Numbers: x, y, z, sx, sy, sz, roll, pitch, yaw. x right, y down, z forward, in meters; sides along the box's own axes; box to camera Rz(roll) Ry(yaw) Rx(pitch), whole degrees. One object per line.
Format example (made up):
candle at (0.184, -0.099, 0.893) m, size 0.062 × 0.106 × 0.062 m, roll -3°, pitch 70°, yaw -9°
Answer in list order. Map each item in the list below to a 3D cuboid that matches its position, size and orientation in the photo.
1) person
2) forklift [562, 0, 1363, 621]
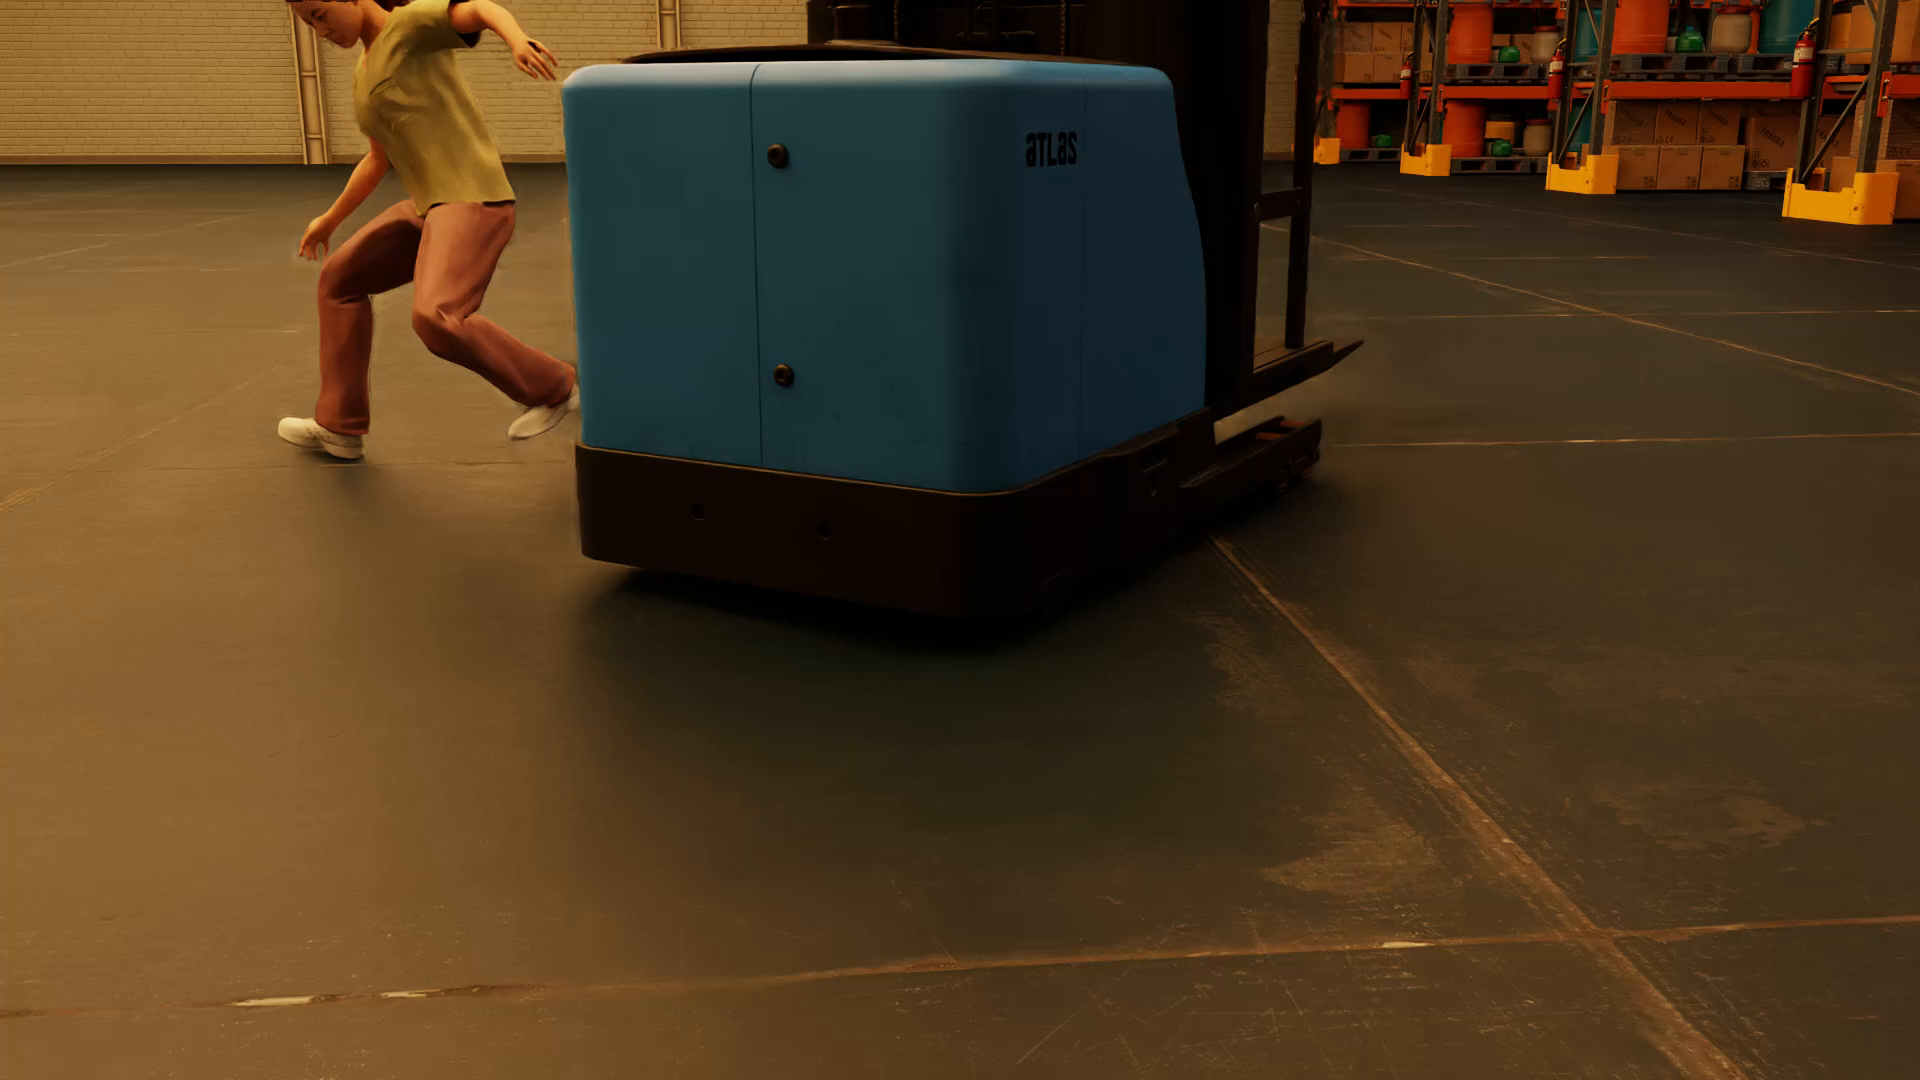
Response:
person at (-1.450, -0.894, 4.568) m, size 0.704 × 1.406 × 1.067 m, roll -10°, pitch 18°, yaw -34°
forklift at (0.342, -1.589, 4.217) m, size 1.130 × 2.935 × 3.031 m, roll 8°, pitch 17°, yaw 28°
